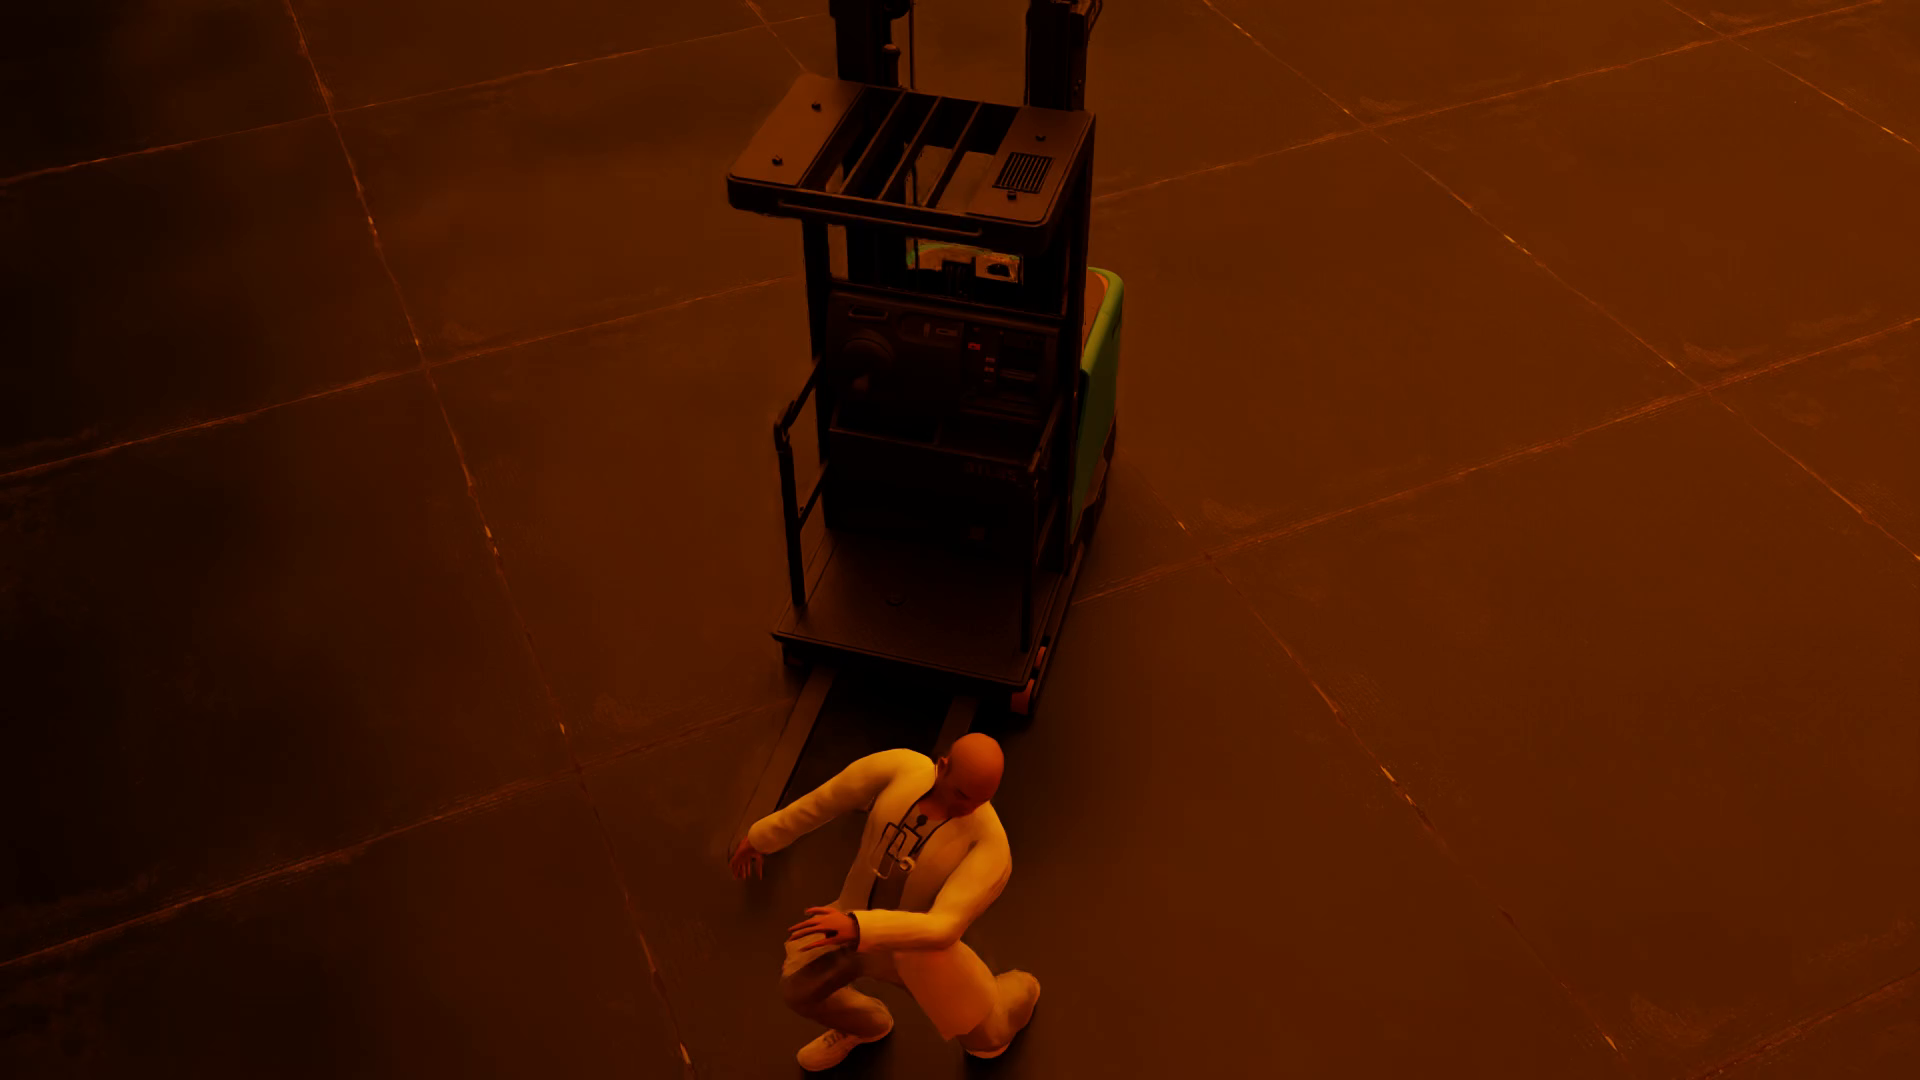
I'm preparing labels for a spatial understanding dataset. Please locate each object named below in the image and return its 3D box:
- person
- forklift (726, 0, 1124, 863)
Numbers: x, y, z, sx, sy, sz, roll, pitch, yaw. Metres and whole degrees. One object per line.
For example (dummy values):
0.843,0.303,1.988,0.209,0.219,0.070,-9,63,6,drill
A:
-0.290,1.231,5.327,0.944,1.588,0.915,18,46,19,person
-0.133,-0.633,6.358,1.130,2.935,3.031,11,44,11,forklift
